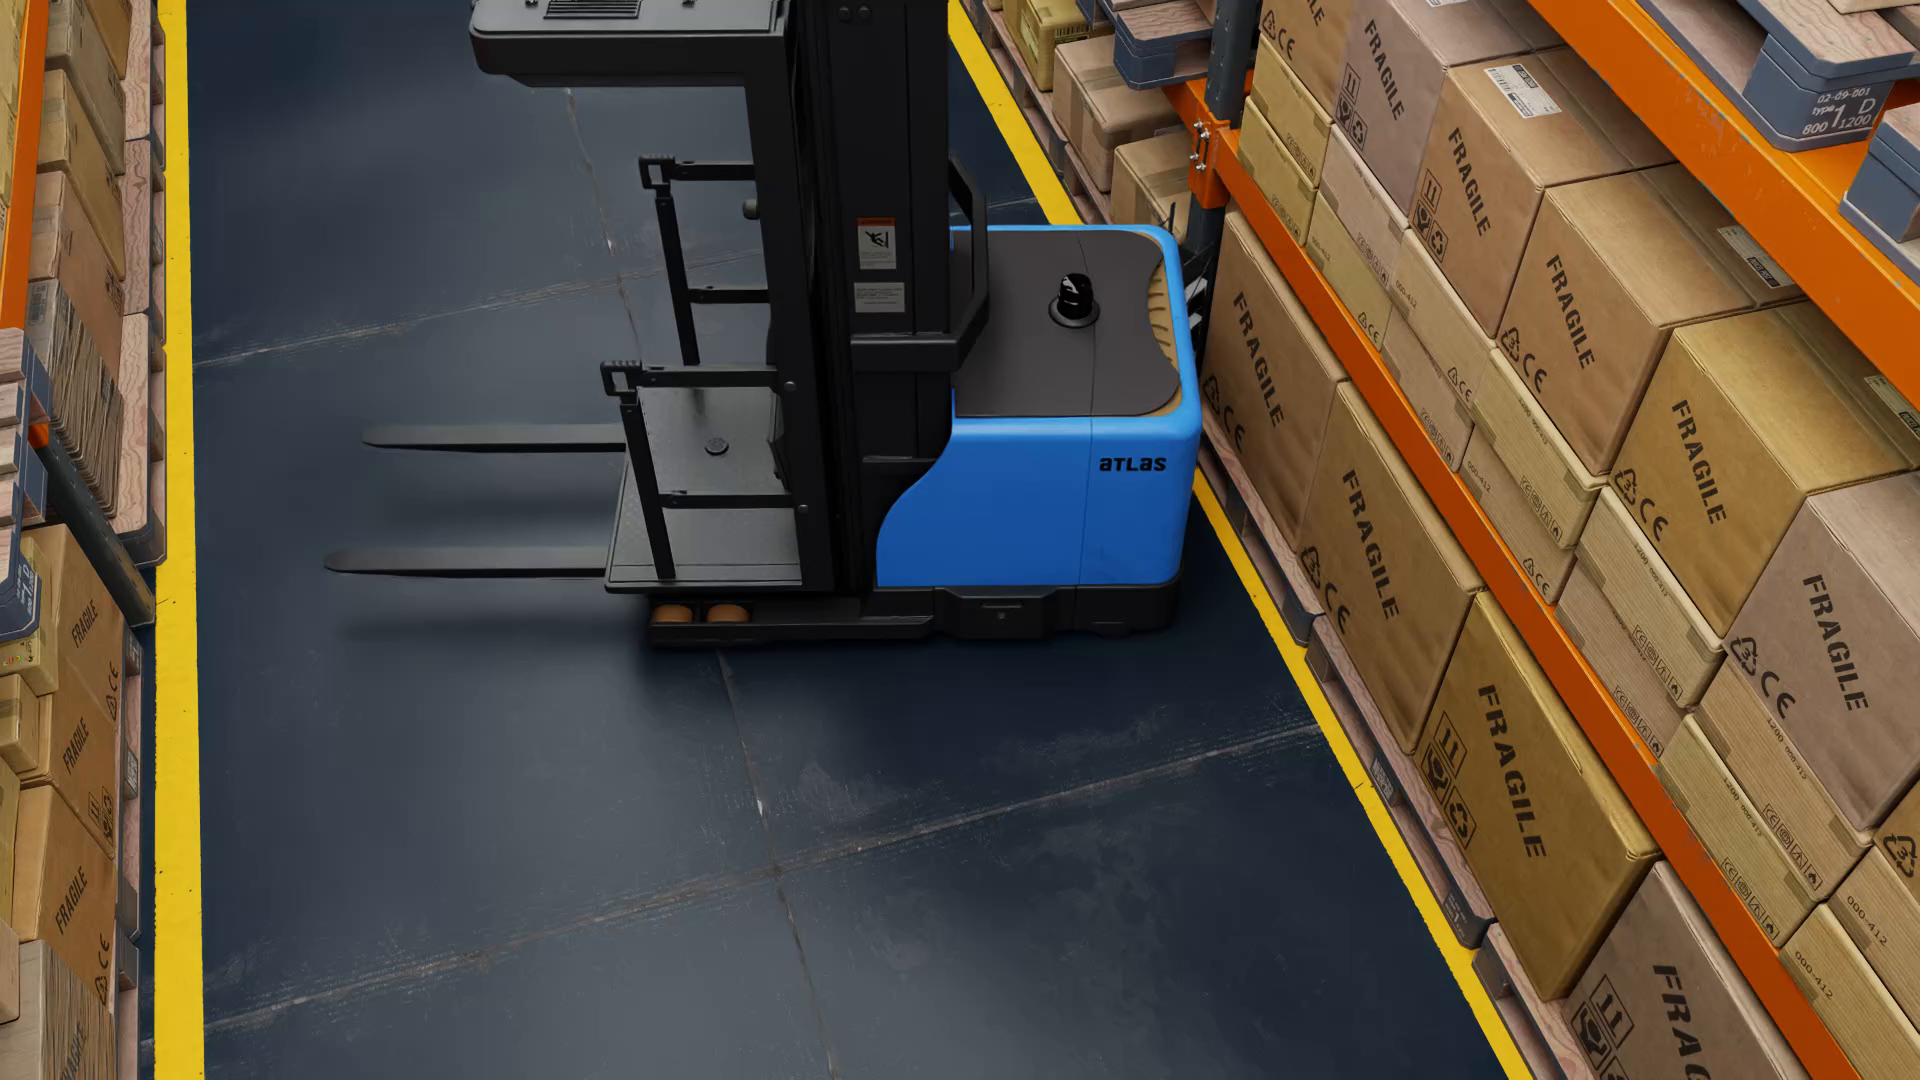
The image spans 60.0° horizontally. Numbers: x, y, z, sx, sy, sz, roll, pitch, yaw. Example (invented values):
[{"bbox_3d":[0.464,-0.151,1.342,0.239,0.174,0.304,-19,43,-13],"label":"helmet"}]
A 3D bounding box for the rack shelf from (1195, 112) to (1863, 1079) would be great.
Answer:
[{"bbox_3d":[1.938,-0.026,4.781,1.077,0.370,4.000,-13,51,-11],"label":"rack shelf"}]

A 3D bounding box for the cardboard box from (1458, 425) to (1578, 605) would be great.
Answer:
[{"bbox_3d":[1.718,-0.141,4.505,0.500,0.250,0.500,-13,51,-11],"label":"cardboard box"}]

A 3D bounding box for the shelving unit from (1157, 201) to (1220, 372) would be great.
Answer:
[{"bbox_3d":[0.784,-0.836,6.365,0.210,0.900,0.258,35,58,26],"label":"shelving unit"}]

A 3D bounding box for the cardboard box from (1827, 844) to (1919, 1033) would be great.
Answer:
[{"bbox_3d":[2.166,0.823,3.365,0.500,0.250,0.500,-13,51,-11],"label":"cardboard box"}]

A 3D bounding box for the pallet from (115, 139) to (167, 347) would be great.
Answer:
[{"bbox_3d":[-3.958,-1.194,7.119,1.003,0.211,1.213,-13,51,-11],"label":"pallet"}]

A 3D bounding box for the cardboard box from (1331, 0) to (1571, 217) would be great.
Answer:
[{"bbox_3d":[1.414,-1.298,4.663,0.500,0.500,0.500,-13,51,-11],"label":"cardboard box"}]

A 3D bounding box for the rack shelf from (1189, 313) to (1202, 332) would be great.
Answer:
[{"bbox_3d":[0.784,-0.814,6.391,0.200,0.077,0.258,35,58,26],"label":"rack shelf"}]

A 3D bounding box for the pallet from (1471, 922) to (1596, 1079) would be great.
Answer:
[{"bbox_3d":[2.229,1.555,4.801,1.003,0.211,1.213,-13,51,-11],"label":"pallet"}]

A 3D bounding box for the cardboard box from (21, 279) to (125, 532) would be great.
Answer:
[{"bbox_3d":[-3.566,-0.422,5.923,0.875,0.625,0.625,-12,51,-10],"label":"cardboard box"}]

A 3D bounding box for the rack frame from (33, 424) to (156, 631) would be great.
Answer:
[{"bbox_3d":[-3.394,-0.594,4.789,1.000,3.000,0.127,-13,51,-11],"label":"rack frame"}]

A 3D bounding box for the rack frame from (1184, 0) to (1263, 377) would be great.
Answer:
[{"bbox_3d":[1.346,-1.719,5.737,1.000,3.000,0.127,-13,51,-11],"label":"rack frame"}]

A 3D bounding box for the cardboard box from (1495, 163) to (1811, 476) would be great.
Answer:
[{"bbox_3d":[1.699,-0.547,4.030,0.500,0.500,0.500,-13,51,-10],"label":"cardboard box"}]

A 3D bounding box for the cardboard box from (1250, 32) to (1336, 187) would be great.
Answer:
[{"bbox_3d":[1.260,-1.406,5.244,0.500,0.250,0.500,-14,51,-11],"label":"cardboard box"}]

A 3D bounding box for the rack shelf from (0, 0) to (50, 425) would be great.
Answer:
[{"bbox_3d":[-3.986,-1.822,6.295,1.077,0.370,4.000,-13,51,-11],"label":"rack shelf"}]

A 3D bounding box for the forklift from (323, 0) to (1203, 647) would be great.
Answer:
[{"bbox_3d":[-0.742,-0.972,5.153,3.031,2.935,1.130,0,50,0],"label":"forklift"}]

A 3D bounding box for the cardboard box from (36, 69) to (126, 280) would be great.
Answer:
[{"bbox_3d":[-3.966,-1.389,6.738,0.875,0.625,0.625,-15,52,-12],"label":"cardboard box"}]

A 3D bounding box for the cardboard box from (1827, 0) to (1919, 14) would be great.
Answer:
[{"bbox_3d":[1.827,-1.171,3.192,0.380,0.166,0.250,-9,51,-8],"label":"cardboard box"}]

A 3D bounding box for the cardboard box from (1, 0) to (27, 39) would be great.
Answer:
[{"bbox_3d":[-3.747,-2.047,6.112,0.500,0.250,0.500,-12,51,-10],"label":"cardboard box"}]

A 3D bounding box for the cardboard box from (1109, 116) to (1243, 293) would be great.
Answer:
[{"bbox_3d":[1.189,-1.422,6.931,0.950,0.372,0.625,-16,52,-13],"label":"cardboard box"}]

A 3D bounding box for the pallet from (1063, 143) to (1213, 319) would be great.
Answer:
[{"bbox_3d":[1.117,-1.391,7.285,1.003,0.211,1.213,-13,51,-11],"label":"pallet"}]

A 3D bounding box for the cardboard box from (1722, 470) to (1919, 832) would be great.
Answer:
[{"bbox_3d":[1.997,0.203,3.398,0.500,0.500,0.500,-12,51,-10],"label":"cardboard box"}]

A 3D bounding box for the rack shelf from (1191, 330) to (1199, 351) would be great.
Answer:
[{"bbox_3d":[0.784,-0.756,6.460,0.200,0.077,0.258,35,58,26],"label":"rack shelf"}]

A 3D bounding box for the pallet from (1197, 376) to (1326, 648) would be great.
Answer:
[{"bbox_3d":[1.507,-0.227,6.303,1.003,0.211,1.213,-13,51,-11],"label":"pallet"}]

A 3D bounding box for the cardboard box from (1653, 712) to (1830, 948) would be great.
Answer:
[{"bbox_3d":[2.006,0.608,3.873,0.500,0.250,0.500,-14,51,-11],"label":"cardboard box"}]

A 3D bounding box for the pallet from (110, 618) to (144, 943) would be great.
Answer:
[{"bbox_3d":[-3.210,0.859,5.388,1.003,0.211,1.213,-13,51,-11],"label":"pallet"}]

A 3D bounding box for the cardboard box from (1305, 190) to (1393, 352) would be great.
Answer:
[{"bbox_3d":[1.419,-0.885,5.132,0.500,0.250,0.500,-15,51,-12],"label":"cardboard box"}]

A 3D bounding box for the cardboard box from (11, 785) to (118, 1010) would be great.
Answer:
[{"bbox_3d":[-2.769,1.086,4.732,0.500,0.500,0.500,-11,51,-9],"label":"cardboard box"}]

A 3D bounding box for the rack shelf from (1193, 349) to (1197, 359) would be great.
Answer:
[{"bbox_3d":[0.784,-0.699,6.529,0.200,0.077,0.258,35,58,26],"label":"rack shelf"}]

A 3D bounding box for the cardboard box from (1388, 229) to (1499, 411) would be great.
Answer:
[{"bbox_3d":[1.547,-0.661,4.616,0.500,0.250,0.500,-13,51,-11],"label":"cardboard box"}]

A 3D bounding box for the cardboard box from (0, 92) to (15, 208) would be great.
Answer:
[{"bbox_3d":[-3.436,-1.293,5.476,0.500,0.250,0.500,-14,51,-12],"label":"cardboard box"}]

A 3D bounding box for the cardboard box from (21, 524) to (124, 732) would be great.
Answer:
[{"bbox_3d":[-3.064,0.337,5.364,0.500,0.500,0.500,-12,51,-10],"label":"cardboard box"}]

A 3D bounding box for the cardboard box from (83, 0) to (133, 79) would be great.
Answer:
[{"bbox_3d":[-4.412,-2.507,7.680,0.875,0.625,0.625,-11,51,-9],"label":"cardboard box"}]

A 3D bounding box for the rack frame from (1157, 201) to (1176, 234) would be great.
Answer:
[{"bbox_3d":[0.710,-0.889,6.409,0.006,0.900,0.240,35,58,26],"label":"rack frame"}]

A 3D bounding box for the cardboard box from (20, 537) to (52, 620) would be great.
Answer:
[{"bbox_3d":[-3.006,0.171,5.080,0.380,0.149,0.250,-16,52,-13],"label":"cardboard box"}]

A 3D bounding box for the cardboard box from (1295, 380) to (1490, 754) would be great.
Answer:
[{"bbox_3d":[1.731,0.006,5.398,0.875,0.875,0.875,-13,51,-11],"label":"cardboard box"}]

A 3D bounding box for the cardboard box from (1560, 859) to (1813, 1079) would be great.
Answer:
[{"bbox_3d":[2.269,1.318,4.292,0.875,0.875,0.875,-12,51,-10],"label":"cardboard box"}]

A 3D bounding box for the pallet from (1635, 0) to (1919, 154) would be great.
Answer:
[{"bbox_3d":[1.921,-1.350,3.588,1.003,0.211,1.213,-11,51,-9],"label":"pallet"}]

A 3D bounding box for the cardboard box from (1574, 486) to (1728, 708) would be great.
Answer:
[{"bbox_3d":[1.853,0.083,3.990,0.500,0.250,0.500,-12,51,-10],"label":"cardboard box"}]

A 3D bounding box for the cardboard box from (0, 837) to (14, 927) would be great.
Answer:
[{"bbox_3d":[-2.751,0.951,4.423,0.380,0.149,0.250,-14,51,-12],"label":"cardboard box"}]

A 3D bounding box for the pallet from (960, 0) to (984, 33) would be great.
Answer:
[{"bbox_3d":[0.395,-3.173,8.787,1.003,0.211,1.213,-13,51,-11],"label":"pallet"}]

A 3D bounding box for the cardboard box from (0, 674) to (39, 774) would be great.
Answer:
[{"bbox_3d":[-2.860,0.566,4.747,0.380,0.149,0.250,-15,51,-12],"label":"cardboard box"}]

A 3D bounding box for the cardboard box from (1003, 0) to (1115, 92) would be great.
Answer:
[{"bbox_3d":[0.744,-2.514,7.852,0.950,0.372,0.625,-12,51,-10],"label":"cardboard box"}]
